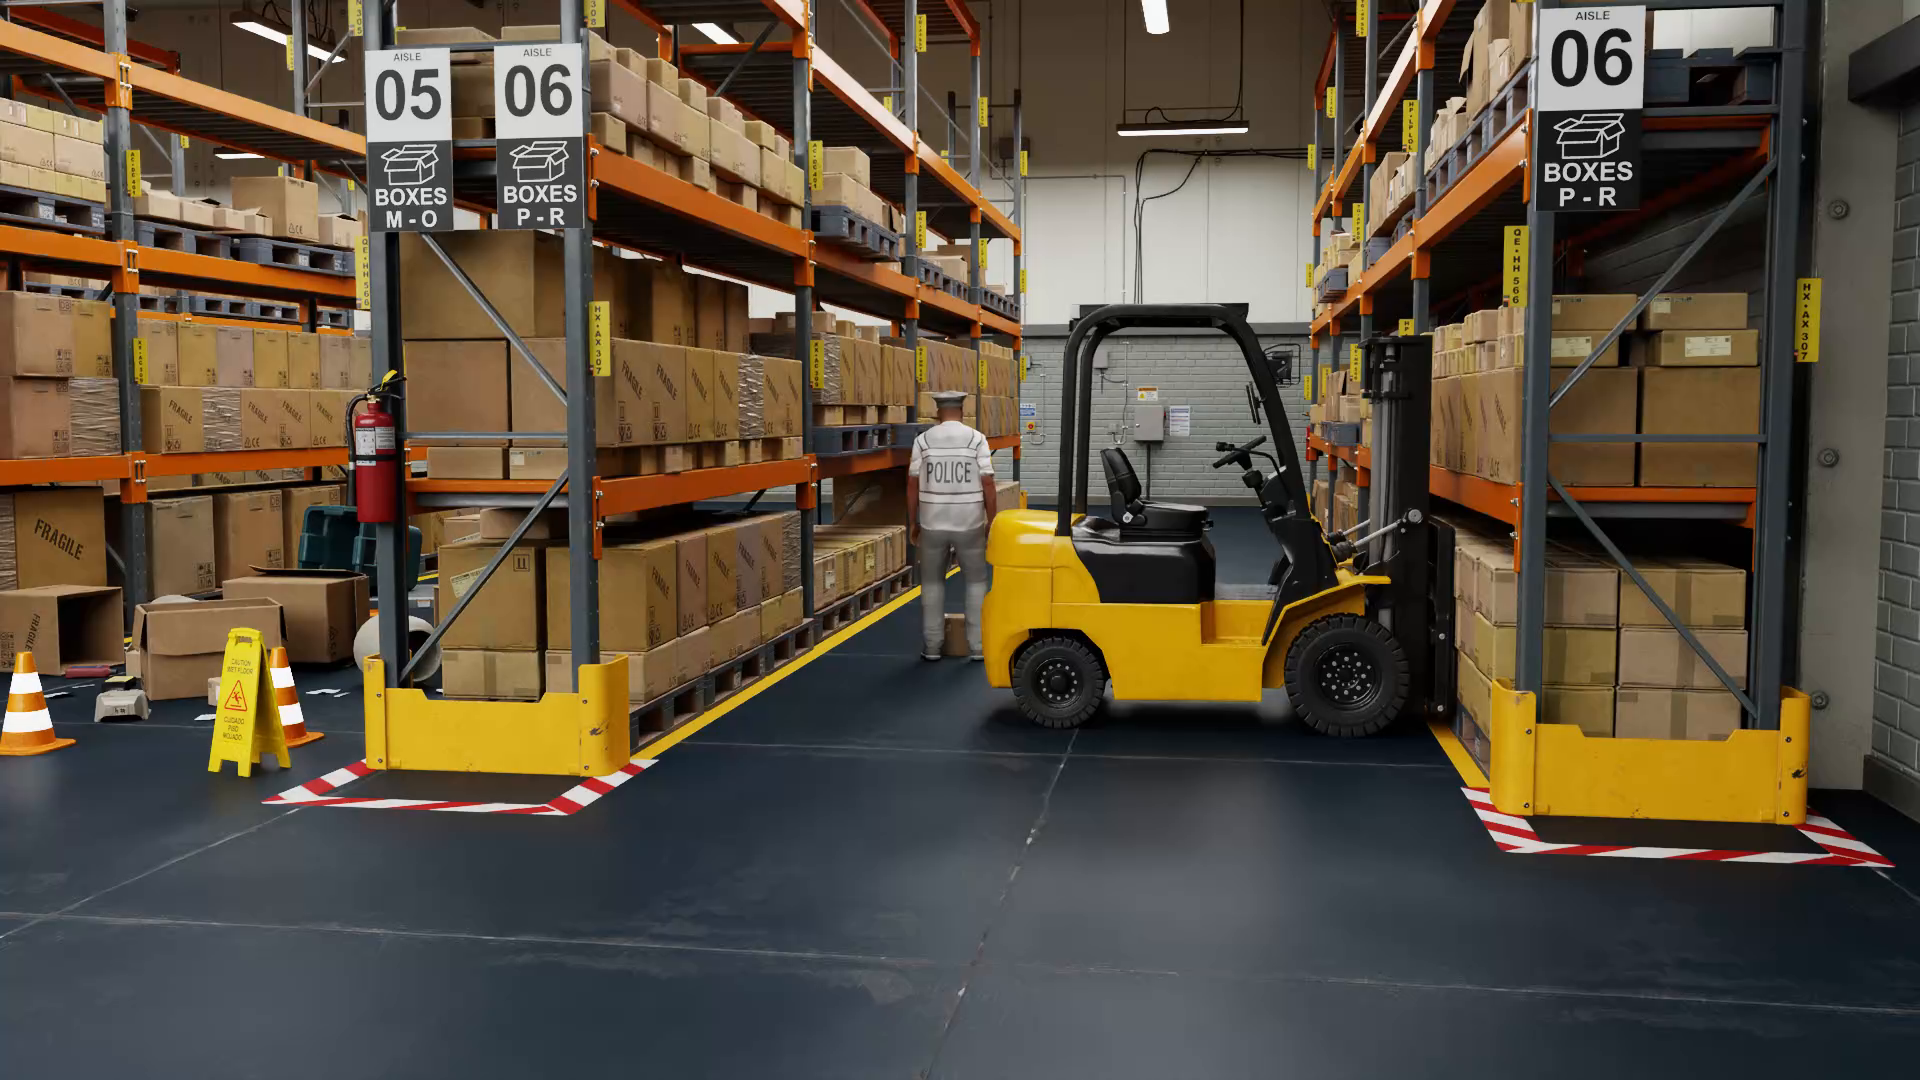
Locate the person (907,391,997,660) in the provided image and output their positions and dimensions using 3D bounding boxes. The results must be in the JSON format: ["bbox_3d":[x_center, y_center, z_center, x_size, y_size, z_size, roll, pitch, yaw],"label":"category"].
[{"bbox_3d":[-0.050,-0.095,10.803,0.587,1.748,0.441,0,4,5],"label":"person"}]
